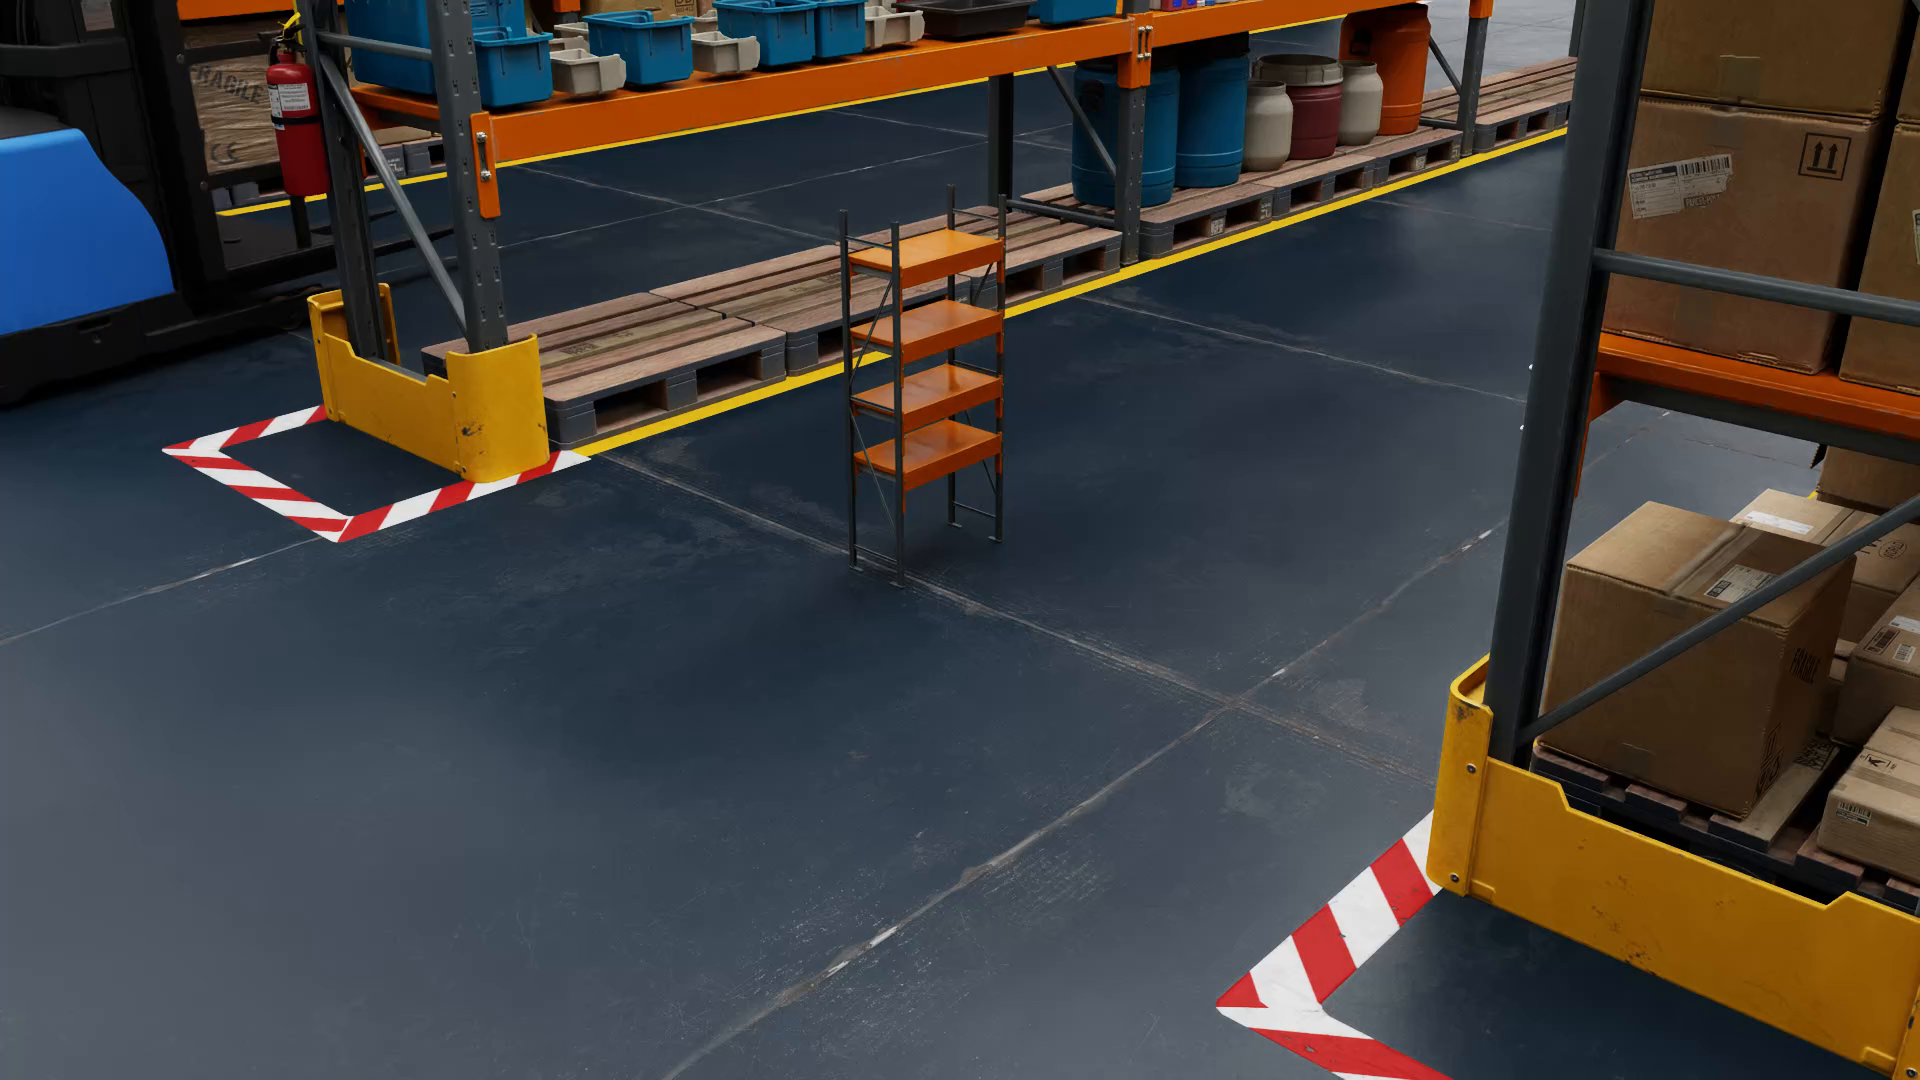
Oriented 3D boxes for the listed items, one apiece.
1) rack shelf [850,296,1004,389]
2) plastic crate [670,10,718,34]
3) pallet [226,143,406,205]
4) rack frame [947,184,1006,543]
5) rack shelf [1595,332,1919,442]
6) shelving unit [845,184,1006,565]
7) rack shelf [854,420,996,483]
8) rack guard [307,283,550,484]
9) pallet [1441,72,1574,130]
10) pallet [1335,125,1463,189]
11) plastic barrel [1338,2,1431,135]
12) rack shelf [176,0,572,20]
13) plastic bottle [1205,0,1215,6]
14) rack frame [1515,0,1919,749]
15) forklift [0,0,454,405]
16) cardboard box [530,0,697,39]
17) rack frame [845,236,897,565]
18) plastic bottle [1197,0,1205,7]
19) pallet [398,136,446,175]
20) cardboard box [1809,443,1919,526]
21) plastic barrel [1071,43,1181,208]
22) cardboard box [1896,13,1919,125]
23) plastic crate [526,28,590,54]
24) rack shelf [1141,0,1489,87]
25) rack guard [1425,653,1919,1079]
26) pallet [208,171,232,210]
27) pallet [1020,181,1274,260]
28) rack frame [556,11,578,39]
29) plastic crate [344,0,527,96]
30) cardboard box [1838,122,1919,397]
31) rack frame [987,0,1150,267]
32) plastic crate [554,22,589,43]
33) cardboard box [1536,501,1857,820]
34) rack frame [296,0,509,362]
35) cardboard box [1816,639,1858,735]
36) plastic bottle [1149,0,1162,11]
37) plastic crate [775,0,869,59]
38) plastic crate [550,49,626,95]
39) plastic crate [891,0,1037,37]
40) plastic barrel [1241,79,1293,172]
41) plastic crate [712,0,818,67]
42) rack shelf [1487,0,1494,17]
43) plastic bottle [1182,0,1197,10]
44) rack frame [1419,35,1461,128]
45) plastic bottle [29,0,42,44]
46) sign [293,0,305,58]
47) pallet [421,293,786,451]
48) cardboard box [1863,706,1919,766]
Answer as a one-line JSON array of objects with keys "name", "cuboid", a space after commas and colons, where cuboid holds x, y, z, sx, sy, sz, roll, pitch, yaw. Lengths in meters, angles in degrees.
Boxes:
[{"name": "rack shelf", "cuboid": [-0.110, -0.640, 5.328, 0.258, 0.148, 0.480, 20, 31, 38]}, {"name": "plastic crate", "cuboid": [-1.136, -2.268, 7.390, 0.298, 0.136, 0.250, 20, 31, 38]}, {"name": "pallet", "cuboid": [-4.500, -2.506, 11.082, 1.003, 0.211, 1.213, 20, 31, 38]}, {"name": "rack frame", "cuboid": [0.052, -0.571, 5.558, 0.240, 1.200, 0.015, 20, 31, 38]}, {"name": "rack shelf", "cuboid": [2.920, -0.841, 4.512, 0.919, 0.052, 3.809, 20, 31, 38]}, {"name": "shelving unit", "cuboid": [-0.109, -0.498, 5.394, 0.258, 1.200, 0.499, 20, 31, 38]}, {"name": "rack shelf", "cuboid": [-0.110, -0.290, 5.485, 0.221, 0.050, 0.457, 20, 31, 38]}, {"name": "rack guard", "cuboid": [-2.107, -0.640, 6.566, 1.175, 0.500, 0.348, 20, 31, 38]}, {"name": "pallet", "cuboid": [4.599, -3.552, 13.414, 1.003, 0.211, 1.213, 20, 31, 38]}, {"name": "pallet", "cuboid": [2.743, -2.705, 11.525, 1.003, 0.211, 1.213, 20, 31, 38]}, {"name": "plastic barrel", "cuboid": [2.924, -3.277, 11.531, 0.600, 0.830, 0.708, 20, 31, 38]}, {"name": "rack shelf", "cuboid": [-4.455, -3.425, 10.602, 1.077, 0.370, 4.000, 20, 31, 38]}, {"name": "plastic bottle", "cuboid": [1.348, -3.057, 9.059, 0.097, 0.271, 0.097, 0, 24, 0]}, {"name": "rack frame", "cuboid": [1.588, -0.437, 3.058, 0.949, 2.616, 0.053, 20, 31, 38]}, {"name": "forklift", "cuboid": [-3.715, -2.438, 7.604, 1.130, 2.935, 3.031, 15, 28, 30]}, {"name": "cardboard box", "cuboid": [-2.708, -3.785, 12.610, 1.225, 0.875, 0.875, 20, 31, 38]}, {"name": "rack frame", "cuboid": [-0.274, -0.423, 5.227, 0.228, 1.046, 0.006, 20, 31, 38]}, {"name": "plastic bottle", "cuboid": [1.284, -2.996, 9.008, 0.097, 0.201, 0.097, 0, 24, 0]}, {"name": "pallet", "cuboid": [-3.686, -2.880, 11.915, 1.003, 0.211, 1.213, 20, 31, 38]}, {"name": "cardboard box", "cuboid": [3.005, -0.144, 4.919, 0.797, 0.503, 0.637, 20, 31, 38]}, {"name": "plastic barrel", "cuboid": [0.944, -2.405, 9.500, 0.600, 0.901, 0.708, 20, 31, 38]}, {"name": "cardboard box", "cuboid": [2.078, -1.003, 2.976, 0.500, 0.500, 0.500, 21, 32, 39]}, {"name": "plastic crate", "cuboid": [-1.692, -1.996, 6.785, 0.396, 0.136, 0.243, 20, 31, 38]}, {"name": "rack shelf", "cuboid": [1.903, -3.291, 10.304, 1.077, 0.370, 4.000, 20, 31, 38]}, {"name": "rack guard", "cuboid": [1.636, 0.680, 3.623, 1.175, 0.500, 0.348, 20, 31, 38]}, {"name": "pallet", "cuboid": [-5.314, -2.136, 10.257, 1.003, 0.211, 1.213, 20, 31, 38]}, {"name": "pallet", "cuboid": [1.115, -1.962, 9.867, 1.003, 0.211, 1.213, 20, 31, 38]}, {"name": "rack frame", "cuboid": [-3.120, -4.363, 11.814, 1.000, 3.000, 0.127, 20, 31, 38]}, {"name": "plastic crate", "cuboid": [-2.017, -1.988, 6.401, 0.616, 0.435, 0.499, 20, 31, 38]}, {"name": "cardboard box", "cuboid": [2.078, -0.547, 3.181, 0.500, 0.500, 0.500, 21, 32, 39]}, {"name": "rack frame", "cuboid": [0.569, -3.010, 8.797, 1.000, 3.000, 0.127, 20, 31, 38]}, {"name": "plastic crate", "cuboid": [-1.487, -2.081, 6.973, 0.396, 0.136, 0.243, 20, 31, 38]}, {"name": "cardboard box", "cuboid": [1.765, 0.269, 4.001, 0.500, 0.500, 0.500, 20, 31, 38]}, {"name": "rack frame", "cuboid": [-2.101, -1.792, 6.079, 1.000, 3.000, 0.127, 20, 31, 38]}, {"name": "cardboard box", "cuboid": [2.102, 0.323, 4.290, 0.380, 0.166, 0.250, 20, 31, 38]}, {"name": "plastic bottle", "cuboid": [1.072, -3.019, 8.877, 0.144, 0.351, 0.185, 20, 31, 38]}, {"name": "plastic crate", "cuboid": [-0.612, -2.220, 7.167, 0.416, 0.233, 0.300, 20, 31, 38]}, {"name": "plastic crate", "cuboid": [-1.415, -1.759, 6.256, 0.250, 0.136, 0.298, 20, 31, 38]}, {"name": "plastic crate", "cuboid": [0.022, -2.498, 7.917, 0.437, 0.125, 0.590, 20, 31, 38]}, {"name": "plastic barrel", "cuboid": [1.860, -2.591, 10.390, 0.421, 0.512, 0.421, 0, 24, 0]}, {"name": "plastic crate", "cuboid": [-0.812, -2.129, 6.963, 0.416, 0.233, 0.300, 20, 31, 38]}, {"name": "rack shelf", "cuboid": [4.573, -4.510, 13.022, 1.077, 0.370, 4.000, 20, 31, 38]}, {"name": "plastic bottle", "cuboid": [1.220, -2.993, 8.901, 0.061, 0.283, 0.133, 20, 31, 38]}, {"name": "rack frame", "cuboid": [3.236, -4.230, 11.517, 0.949, 2.616, 0.053, 20, 31, 38]}, {"name": "plastic bottle", "cuboid": [-3.973, -1.853, 7.428, 0.171, 1.395, 0.111, 20, 31, 38]}, {"name": "sign", "cuboid": [-2.521, -2.011, 6.370, 0.100, 0.325, 0.005, 20, 31, 38]}, {"name": "pallet", "cuboid": [-1.522, -0.760, 7.187, 1.003, 0.211, 1.213, 20, 31, 38]}, {"name": "cardboard box", "cuboid": [2.288, 0.544, 3.795, 0.380, 0.166, 0.250, 20, 31, 38]}]
